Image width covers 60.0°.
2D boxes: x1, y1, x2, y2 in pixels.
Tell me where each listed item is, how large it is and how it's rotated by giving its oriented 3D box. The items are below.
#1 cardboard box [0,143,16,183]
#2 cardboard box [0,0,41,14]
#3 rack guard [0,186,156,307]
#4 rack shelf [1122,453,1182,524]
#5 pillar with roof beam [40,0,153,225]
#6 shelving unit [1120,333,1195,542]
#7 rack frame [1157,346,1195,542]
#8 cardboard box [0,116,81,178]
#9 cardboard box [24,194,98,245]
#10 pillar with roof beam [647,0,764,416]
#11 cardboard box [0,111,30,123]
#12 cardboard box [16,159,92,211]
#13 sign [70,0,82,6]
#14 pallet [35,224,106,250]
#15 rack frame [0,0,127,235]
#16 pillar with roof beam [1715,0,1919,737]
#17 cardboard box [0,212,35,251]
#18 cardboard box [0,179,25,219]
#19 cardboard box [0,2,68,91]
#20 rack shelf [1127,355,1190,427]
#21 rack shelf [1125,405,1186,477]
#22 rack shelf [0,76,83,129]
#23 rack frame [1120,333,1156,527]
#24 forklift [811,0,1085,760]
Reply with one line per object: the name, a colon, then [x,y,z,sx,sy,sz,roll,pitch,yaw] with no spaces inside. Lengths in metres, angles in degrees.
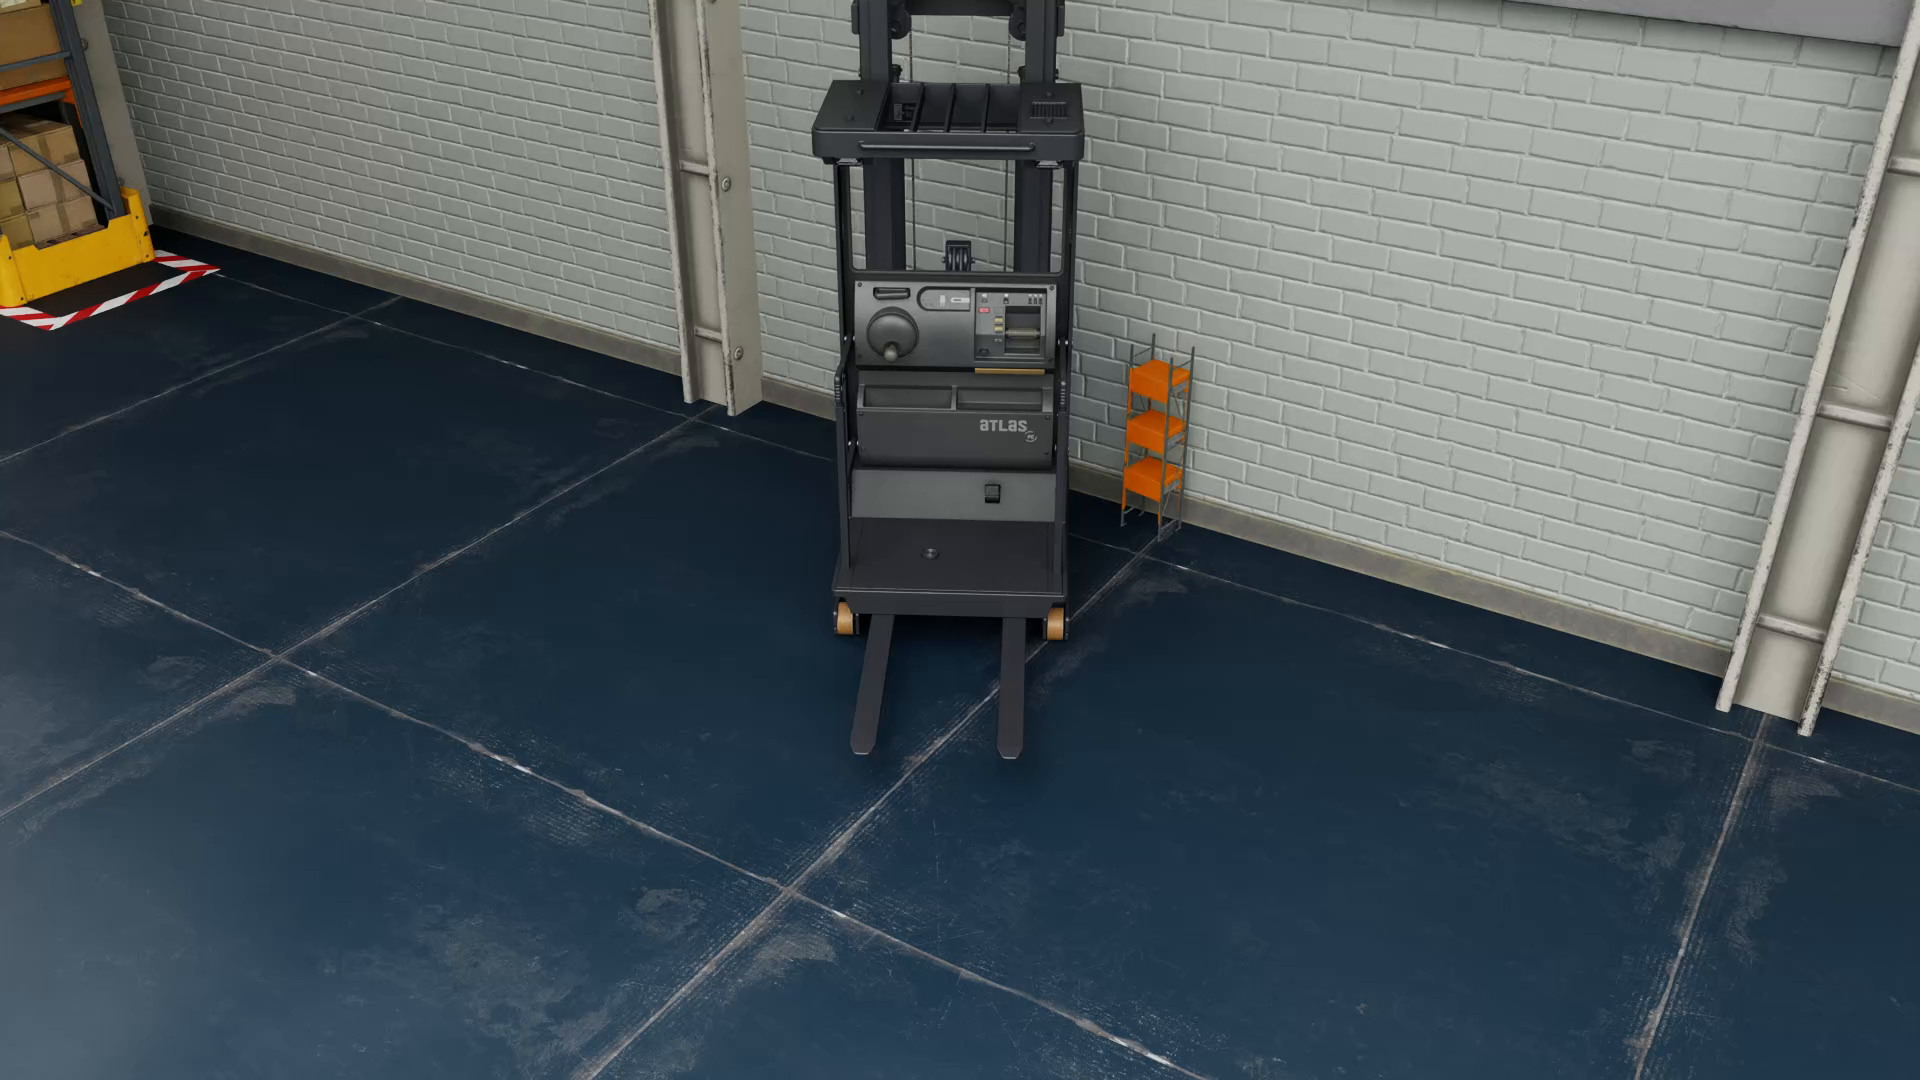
cardboard box: [-6.975,-2.612,11.570,0.500,0.250,0.500,19,35,29]
cardboard box: [-6.568,-3.721,11.409,0.250,0.149,0.380,17,34,26]
rack guard: [-6.399,-2.110,11.871,0.348,0.500,1.175,18,35,27]
rack shelf: [1.017,-0.272,8.747,0.240,0.259,0.215,25,38,36]
pillar with roof beam: [-8.818,-4.521,7.570,0.400,9.000,9.100,18,35,27]
shelving unit: [1.017,-0.521,8.602,0.252,1.050,0.215,25,38,36]
rack frame: [1.107,-0.480,8.531,0.008,1.050,0.200,25,38,36]
cardboard box: [-6.725,-2.831,11.946,0.500,0.250,0.500,17,34,27]
cardboard box: [-6.731,-2.405,12.207,0.500,0.250,0.500,18,35,28]
pillar with roof beam: [-3.736,-2.914,4.814,0.400,9.000,9.100,18,35,27]
cardboard box: [-7.151,-2.964,12.173,0.500,0.250,0.500,18,35,27]
cardboard box: [-6.707,-2.620,12.081,0.500,0.250,0.500,18,35,28]
sign: [-6.119,-3.839,11.417,0.005,0.325,0.100,18,35,27]
pallet: [-7.089,-2.179,12.275,1.213,0.211,1.003,18,35,27]
rack frame: [-6.419,-3.196,11.252,0.127,3.000,1.000,18,35,27]
pillar with roof beam: [1.346,-1.306,2.059,0.400,9.000,9.100,18,35,27]
cardboard box: [-6.985,-2.181,11.823,0.500,0.250,0.500,18,35,28]
cardboard box: [-6.997,-2.403,11.708,0.500,0.250,0.500,17,34,27]
cardboard box: [-6.691,-3.491,11.657,0.500,0.500,0.500,19,35,29]
rack shelf: [1.017,-0.757,8.464,0.240,0.259,0.215,25,38,36]
rack shelf: [1.017,-0.512,8.607,0.240,0.259,0.215,25,38,36]
rack shelf: [-8.113,-3.421,12.351,4.000,0.370,1.077,18,35,27]
rack frame: [0.927,-0.563,8.673,0.008,1.050,0.200,25,38,36]
forklift: [-0.029,-0.953,7.474,1.130,2.935,3.031,1,30,2]
